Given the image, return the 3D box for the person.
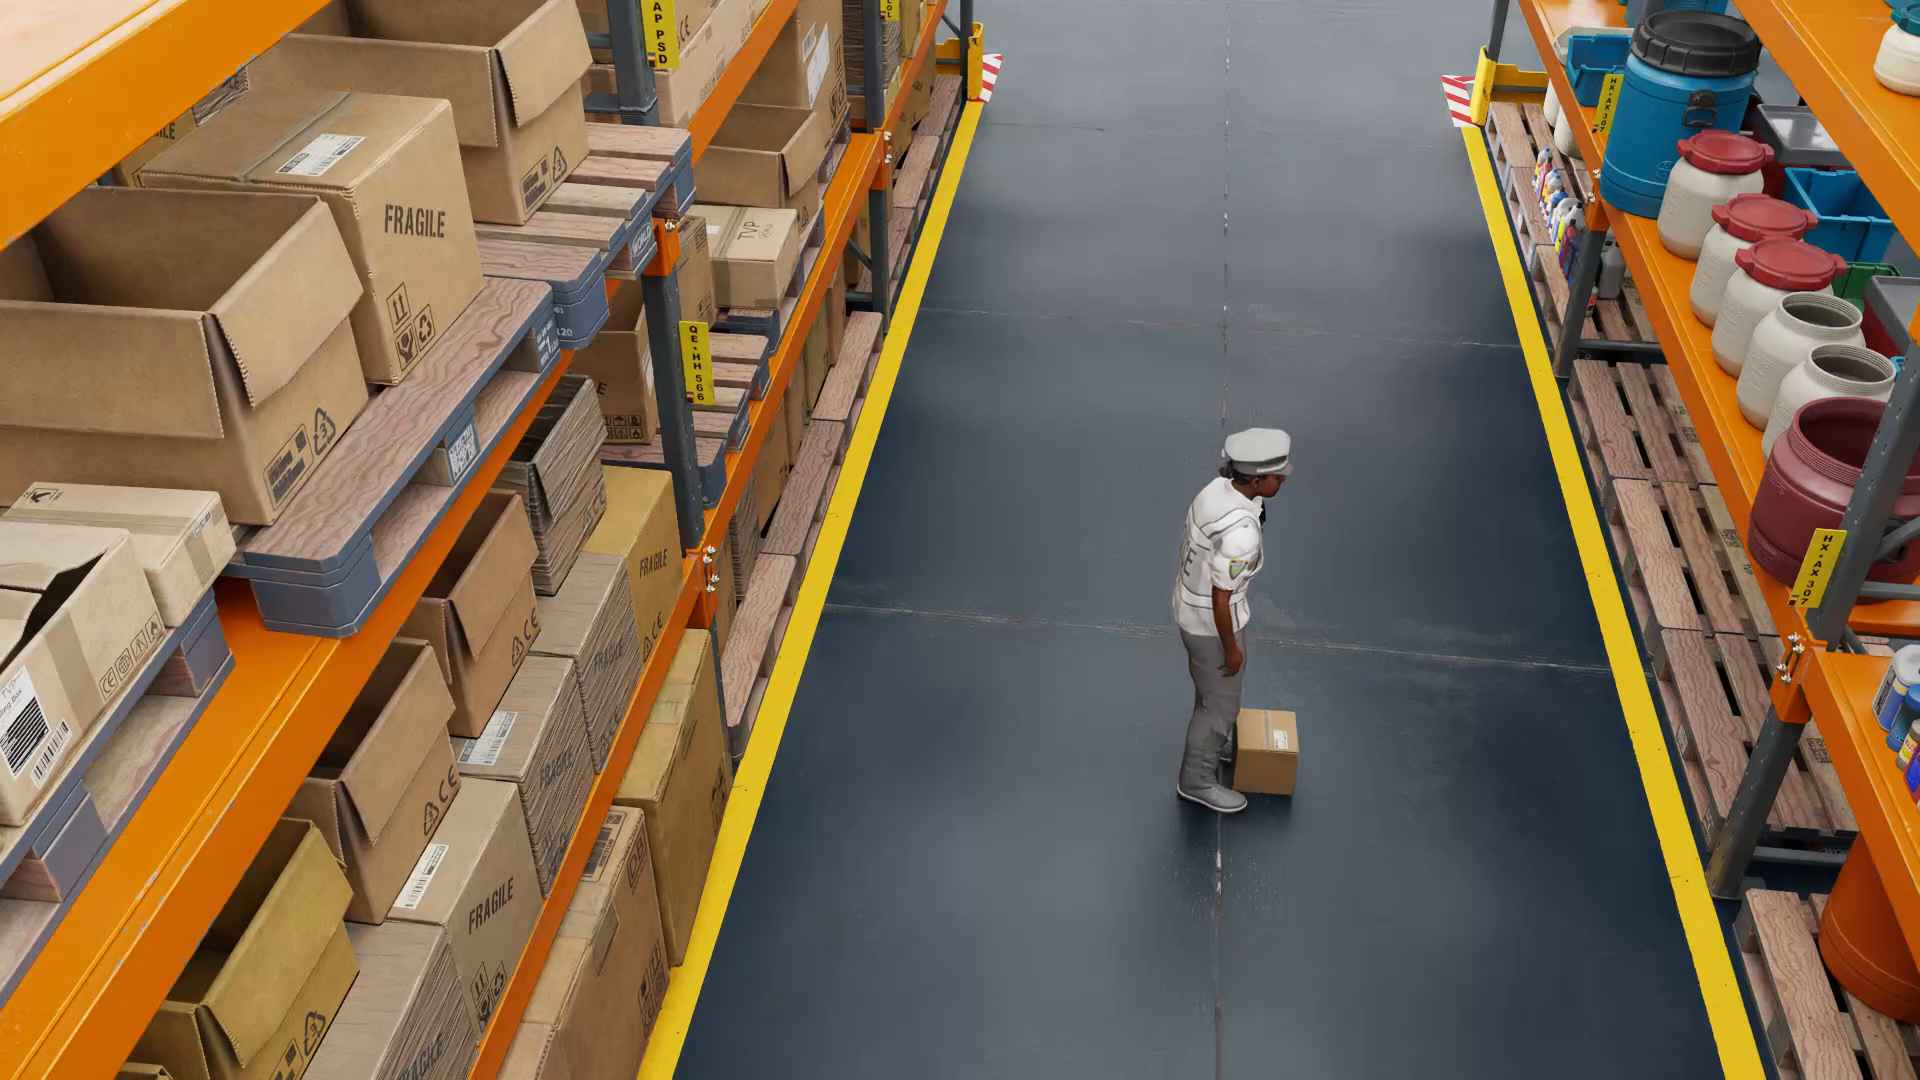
[{"bbox_3d":[1.060,0.311,6.615,0.428,1.660,0.530,2,36,3],"label":"person"}]
